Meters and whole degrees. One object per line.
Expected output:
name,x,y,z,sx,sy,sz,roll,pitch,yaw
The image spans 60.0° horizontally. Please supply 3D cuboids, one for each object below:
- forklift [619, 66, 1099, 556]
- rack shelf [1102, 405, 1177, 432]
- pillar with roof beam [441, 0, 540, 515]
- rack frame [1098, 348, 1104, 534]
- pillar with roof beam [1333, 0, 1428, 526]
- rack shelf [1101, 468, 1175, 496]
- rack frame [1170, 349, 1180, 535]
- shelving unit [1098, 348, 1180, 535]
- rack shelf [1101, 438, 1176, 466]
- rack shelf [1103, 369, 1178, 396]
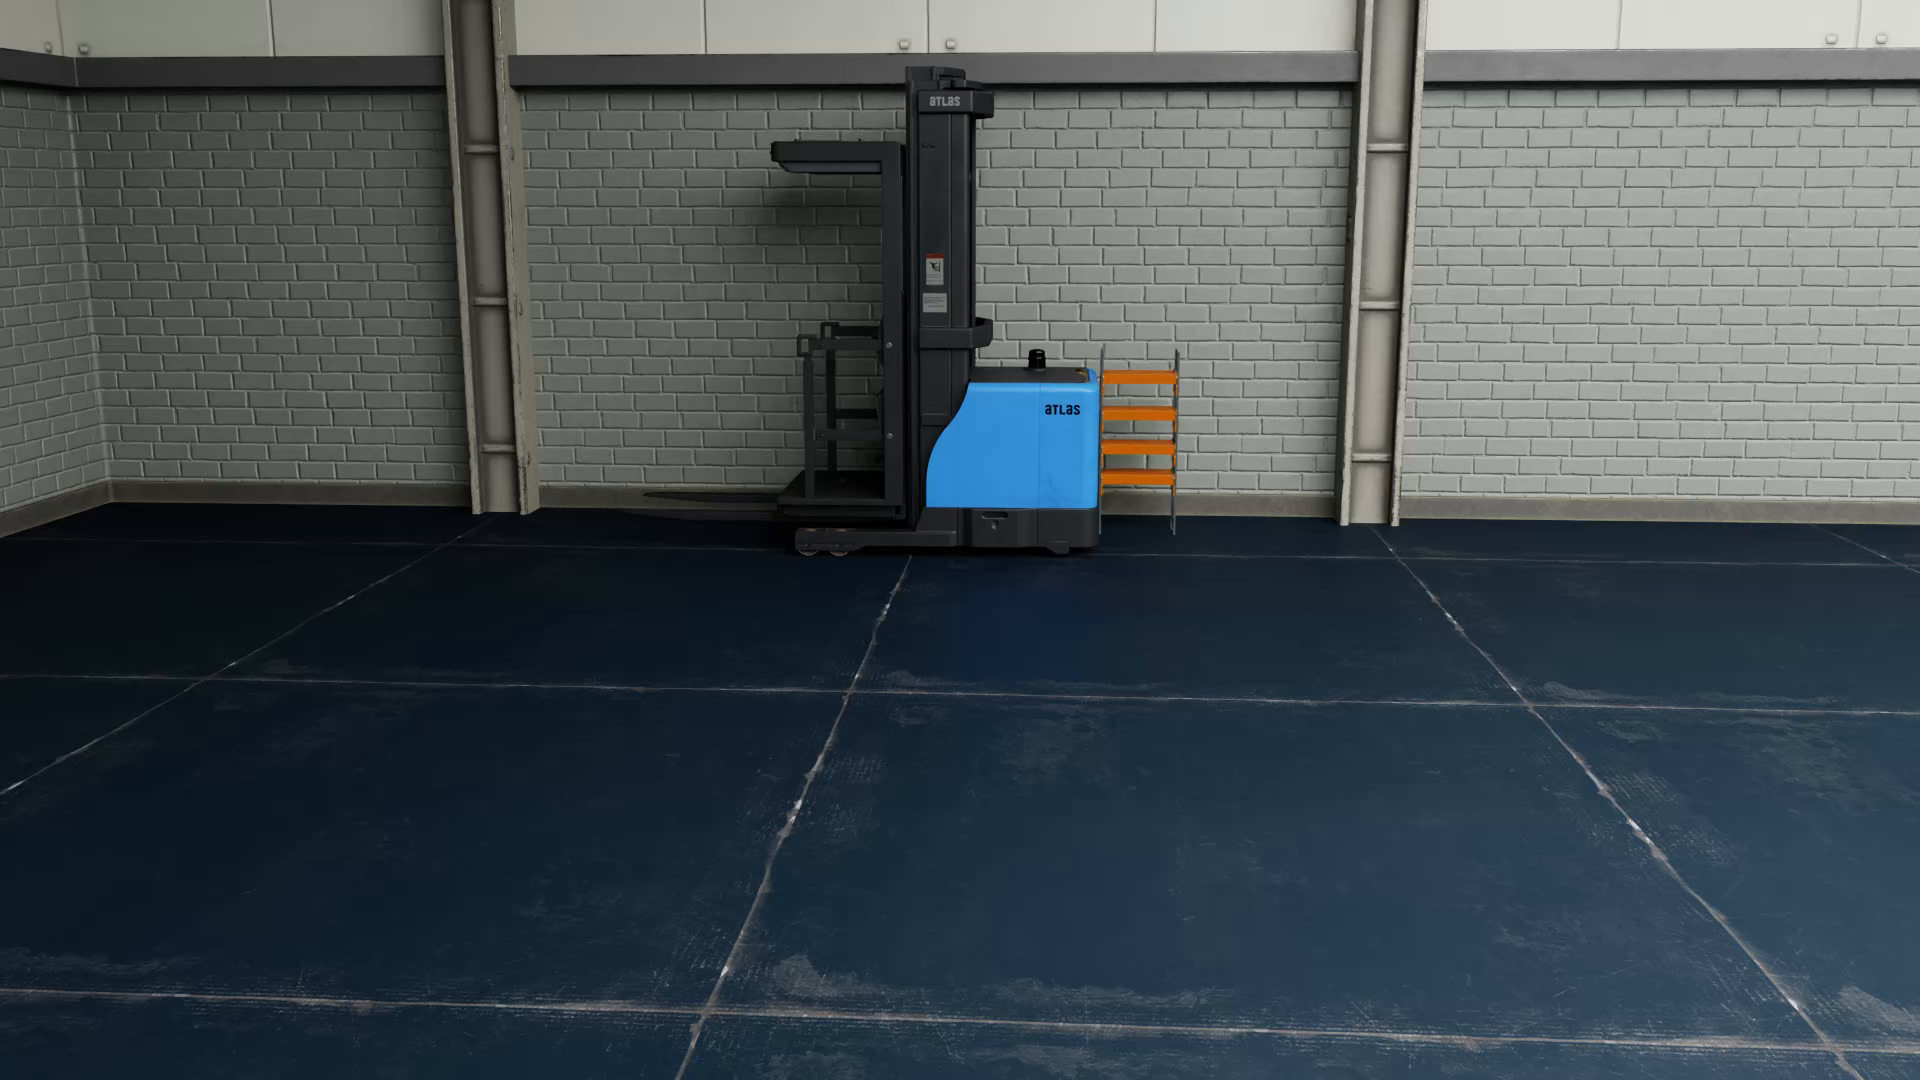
forklift,-0.629,-1.443,10.506,3.031,2.935,1.130,1,12,3
rack shelf,1.169,-0.800,10.898,0.480,0.148,0.258,1,12,3
pillar with roof beam,-3.497,-3.736,6.652,0.400,9.000,9.100,1,12,4
rack frame,0.925,-0.650,10.943,0.015,1.200,0.240,1,12,3
pillar with roof beam,2.489,-3.654,6.260,0.400,9.000,9.100,1,12,4
rack shelf,1.169,-0.387,10.985,0.480,0.148,0.258,1,12,3
rack frame,1.412,-0.644,10.917,0.015,1.200,0.240,1,12,3
shelving unit,1.169,-0.647,10.930,0.503,1.200,0.258,1,12,3
rack shelf,1.169,-0.581,10.944,0.480,0.148,0.258,1,12,3
rack shelf,1.169,-1.032,10.850,0.480,0.148,0.258,1,12,3
